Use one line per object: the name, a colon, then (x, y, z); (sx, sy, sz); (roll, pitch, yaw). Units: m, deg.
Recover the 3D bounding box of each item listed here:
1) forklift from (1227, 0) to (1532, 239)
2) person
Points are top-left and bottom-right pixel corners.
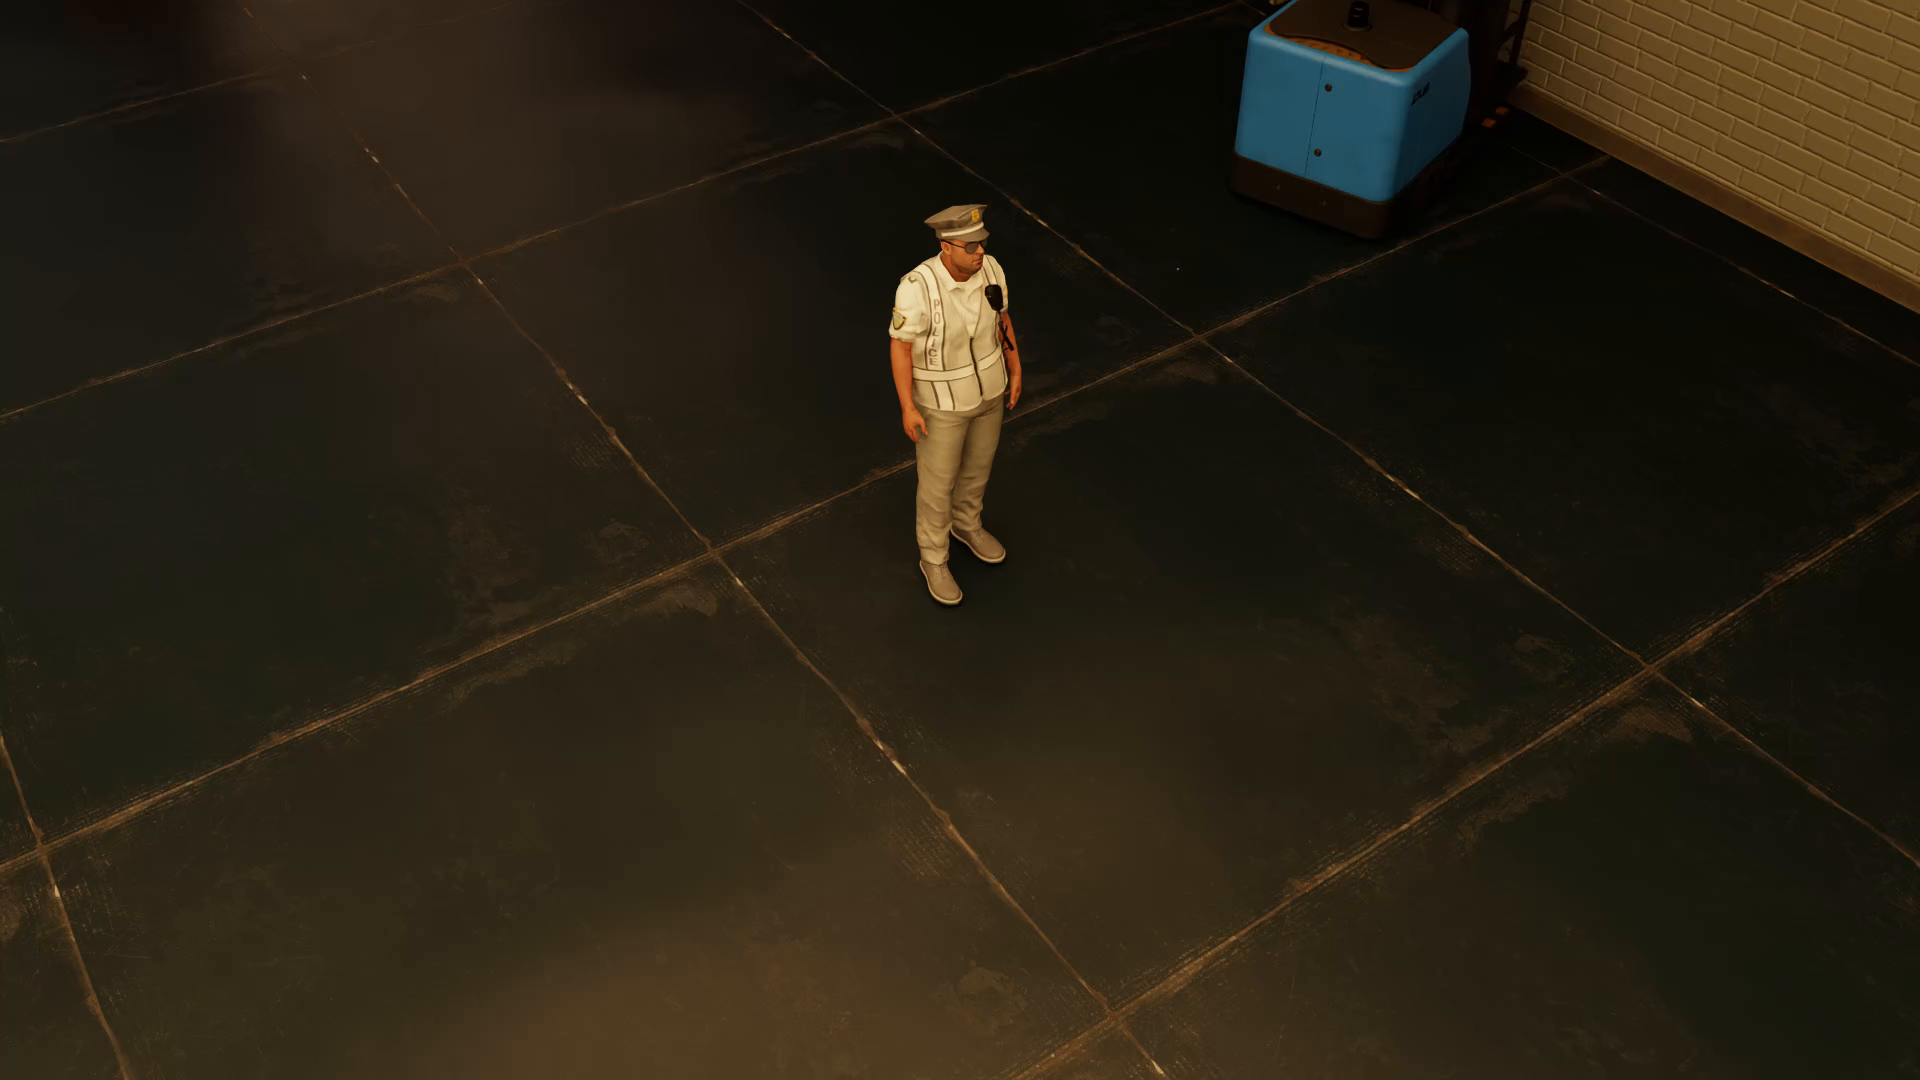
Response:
forklift: (2.911, -3.779, 9.816); (1.130, 2.935, 3.031); (27, 49, 26)
person: (0.035, -0.613, 7.217); (0.641, 1.780, 0.574); (-25, 48, -25)
